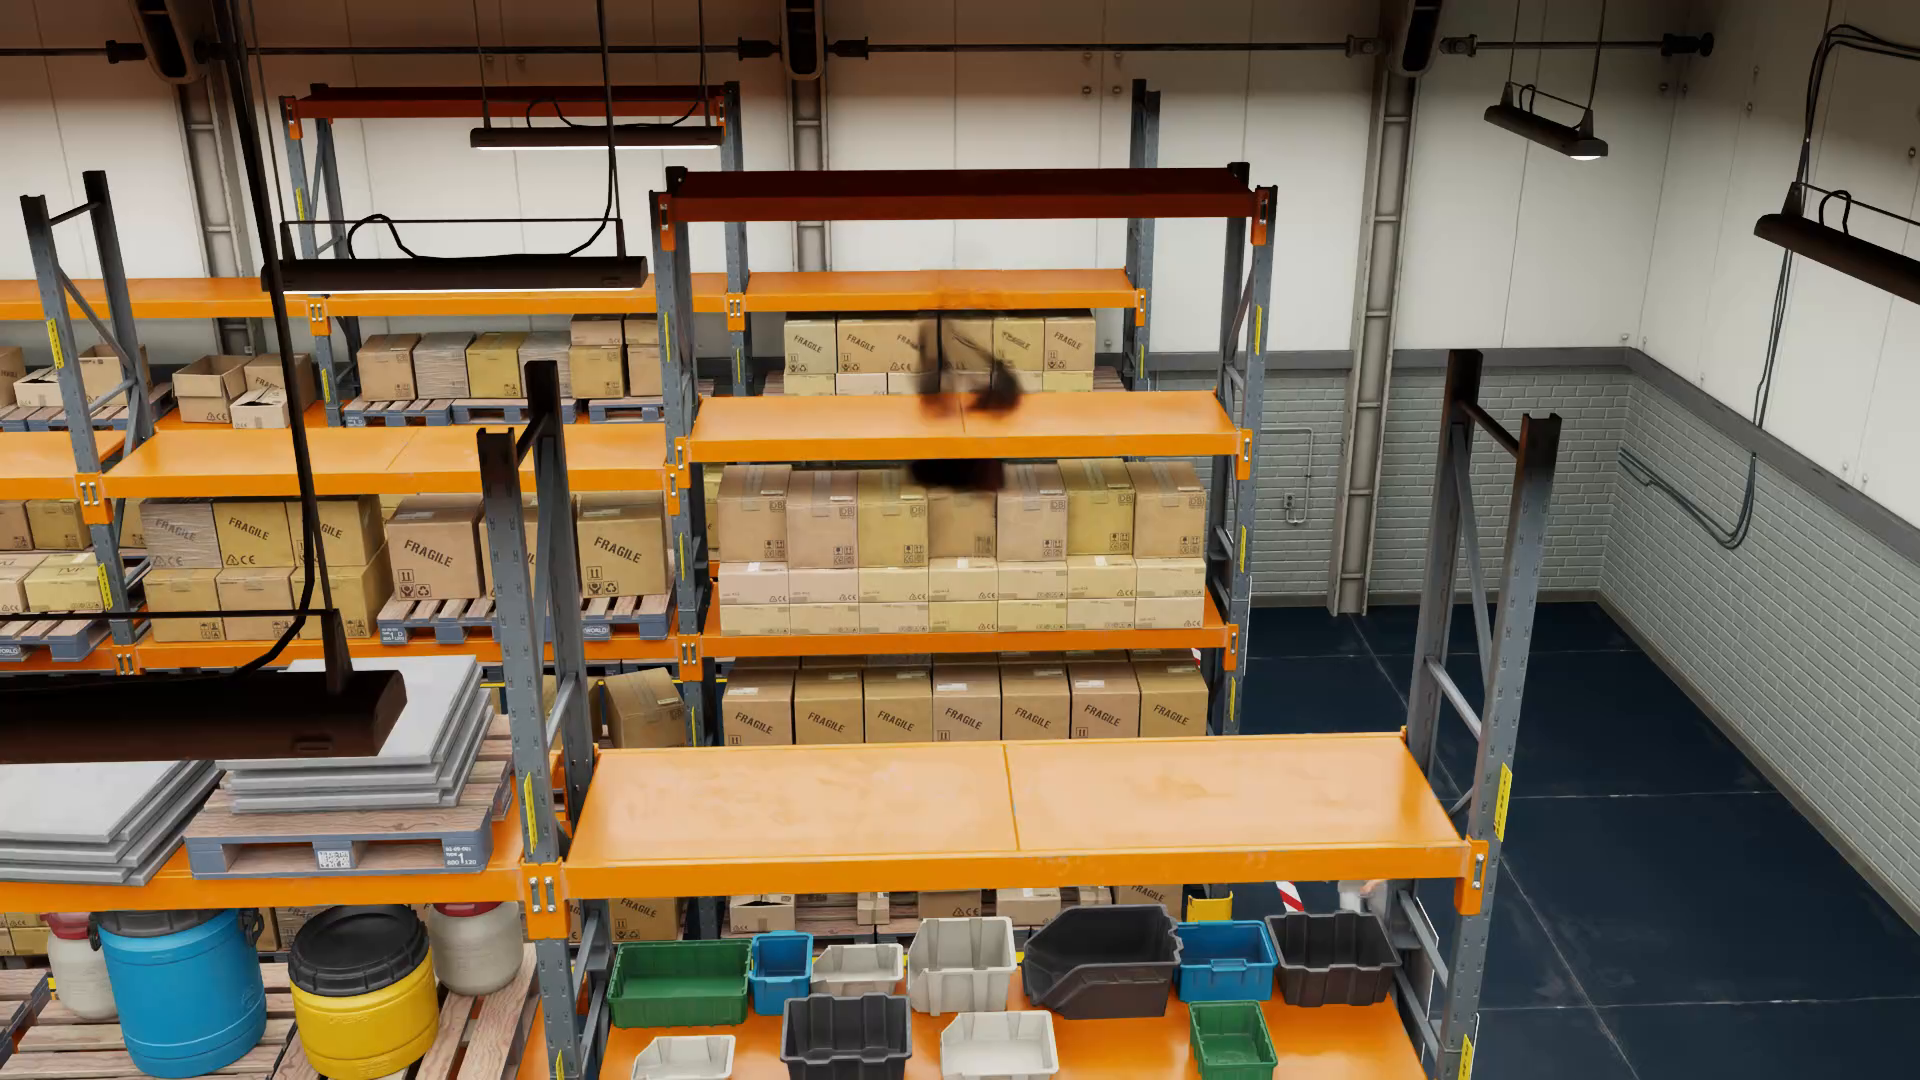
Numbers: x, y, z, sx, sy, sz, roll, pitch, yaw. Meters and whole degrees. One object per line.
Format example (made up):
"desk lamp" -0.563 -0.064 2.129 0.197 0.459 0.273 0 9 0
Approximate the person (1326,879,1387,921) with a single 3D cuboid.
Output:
"person" 3.016 2.638 12.560 0.700 1.629 0.734 6 23 14
